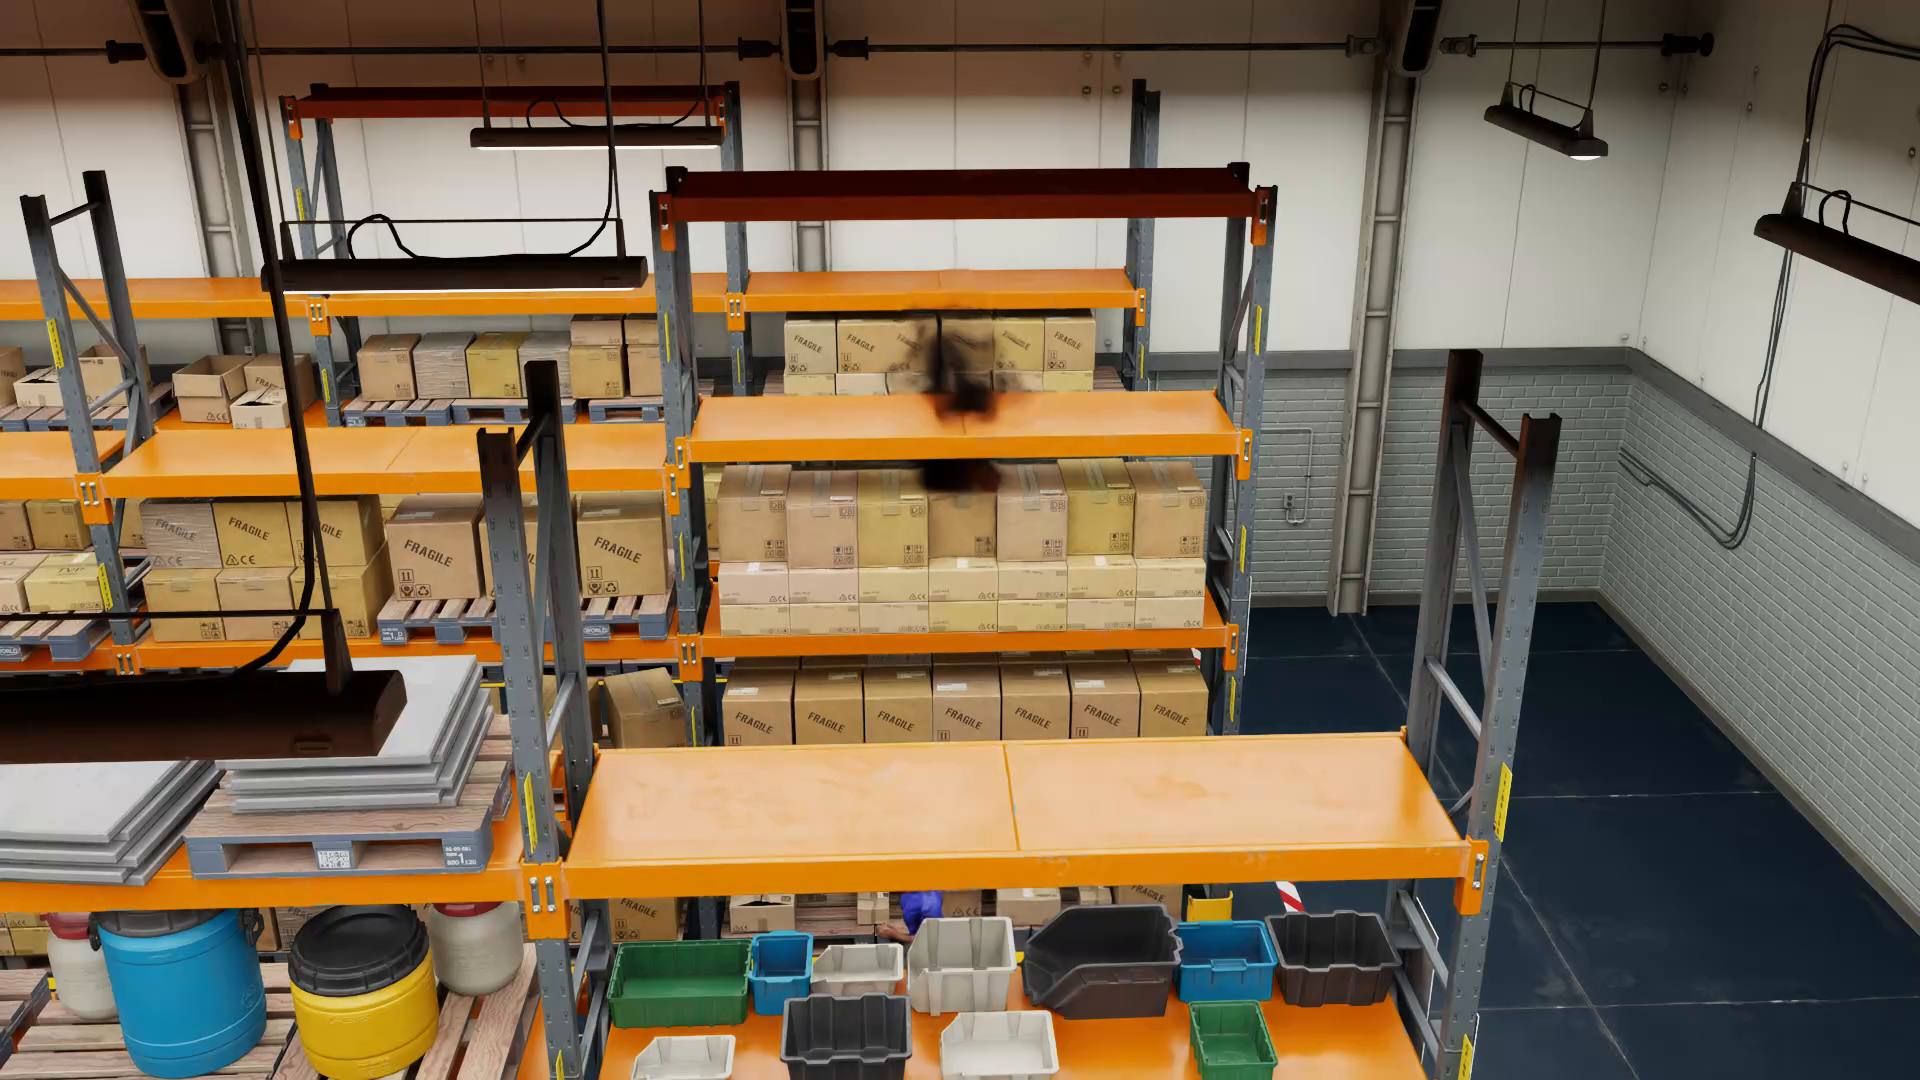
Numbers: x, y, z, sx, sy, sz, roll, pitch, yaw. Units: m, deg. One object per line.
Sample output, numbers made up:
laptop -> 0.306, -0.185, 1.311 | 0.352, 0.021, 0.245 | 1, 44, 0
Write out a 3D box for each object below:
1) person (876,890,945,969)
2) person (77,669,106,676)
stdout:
person -> -0.201, 2.827, 11.365 | 0.905, 1.681, 0.596 | -6, 23, -14
person -> -7.485, 1.779, 14.635 | 0.561, 1.629, 0.582 | -2, 22, -4
